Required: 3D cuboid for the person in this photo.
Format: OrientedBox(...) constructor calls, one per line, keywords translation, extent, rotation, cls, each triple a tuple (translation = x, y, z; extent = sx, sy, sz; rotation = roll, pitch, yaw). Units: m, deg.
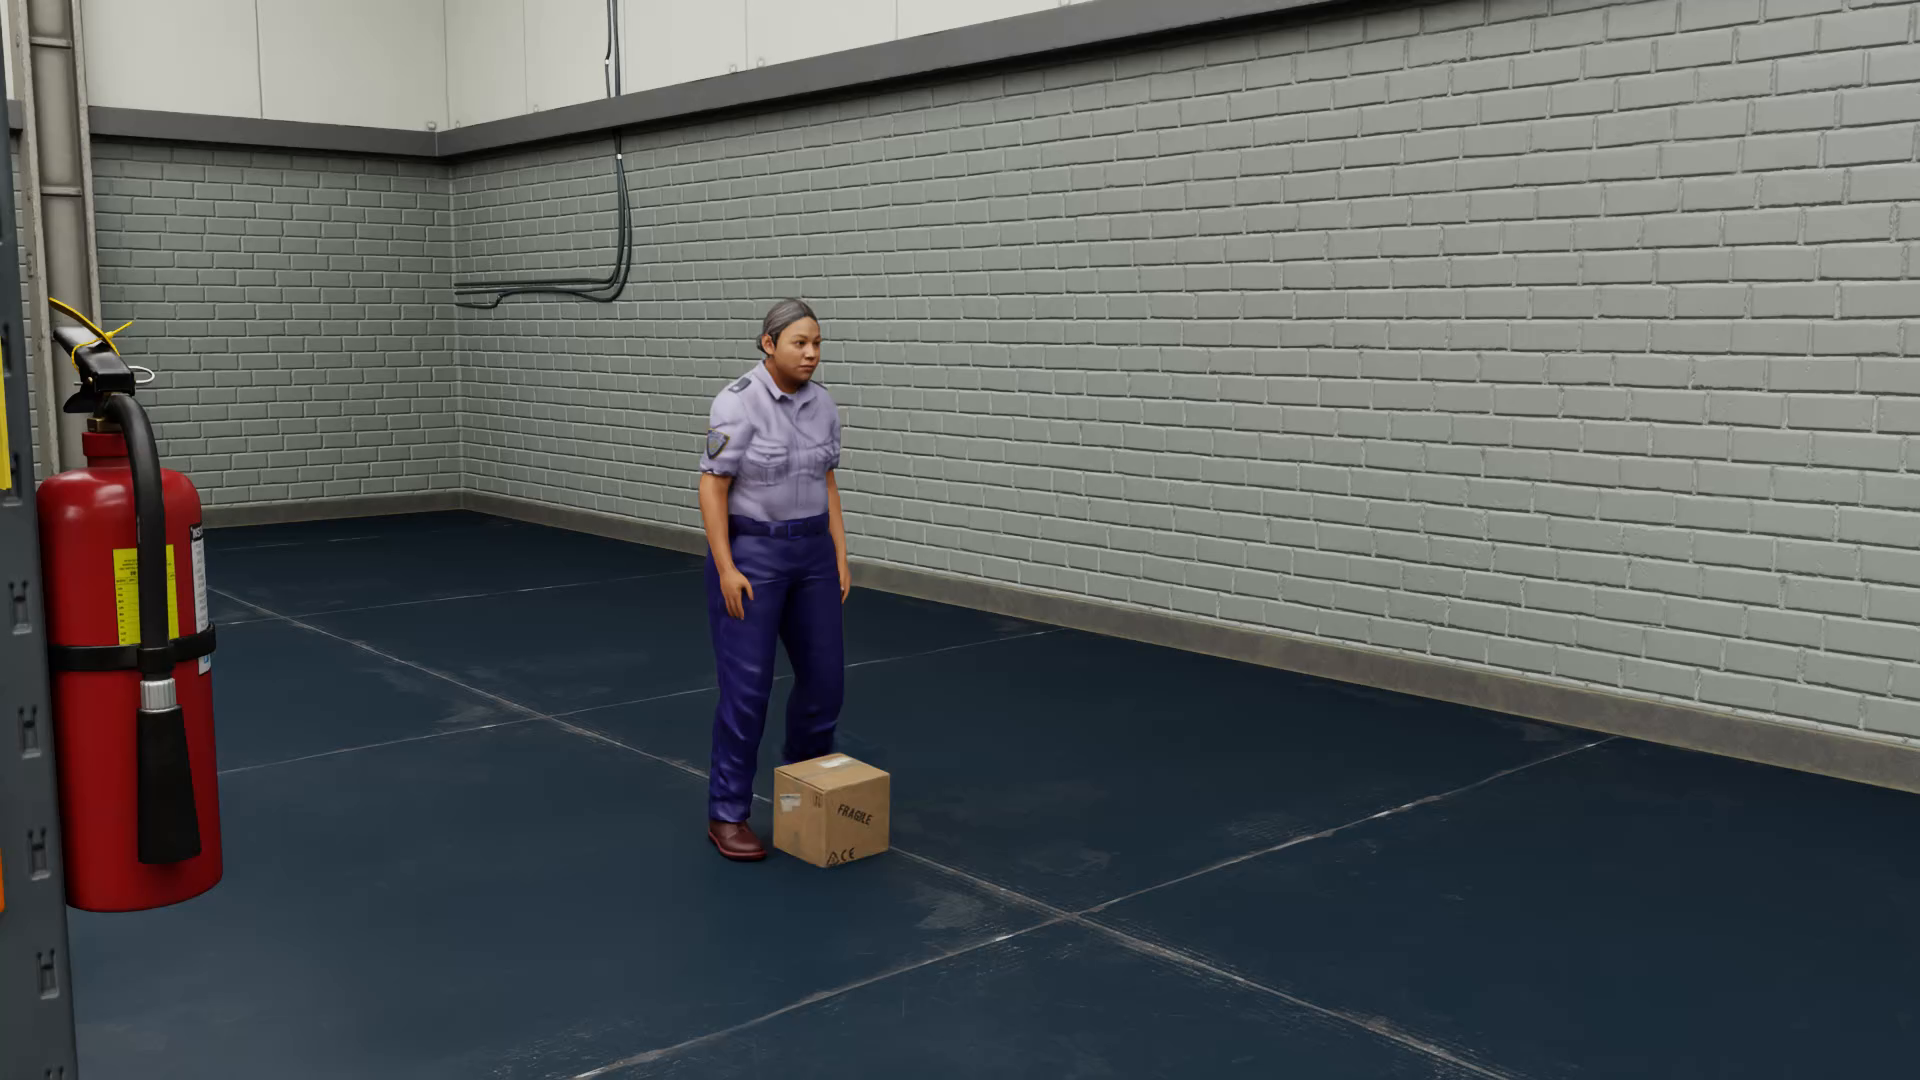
OrientedBox(translation=(-0.559, 0.098, 5.076), extent=(0.540, 1.651, 0.358), rotation=(-7, 10, -43), cls="person")
